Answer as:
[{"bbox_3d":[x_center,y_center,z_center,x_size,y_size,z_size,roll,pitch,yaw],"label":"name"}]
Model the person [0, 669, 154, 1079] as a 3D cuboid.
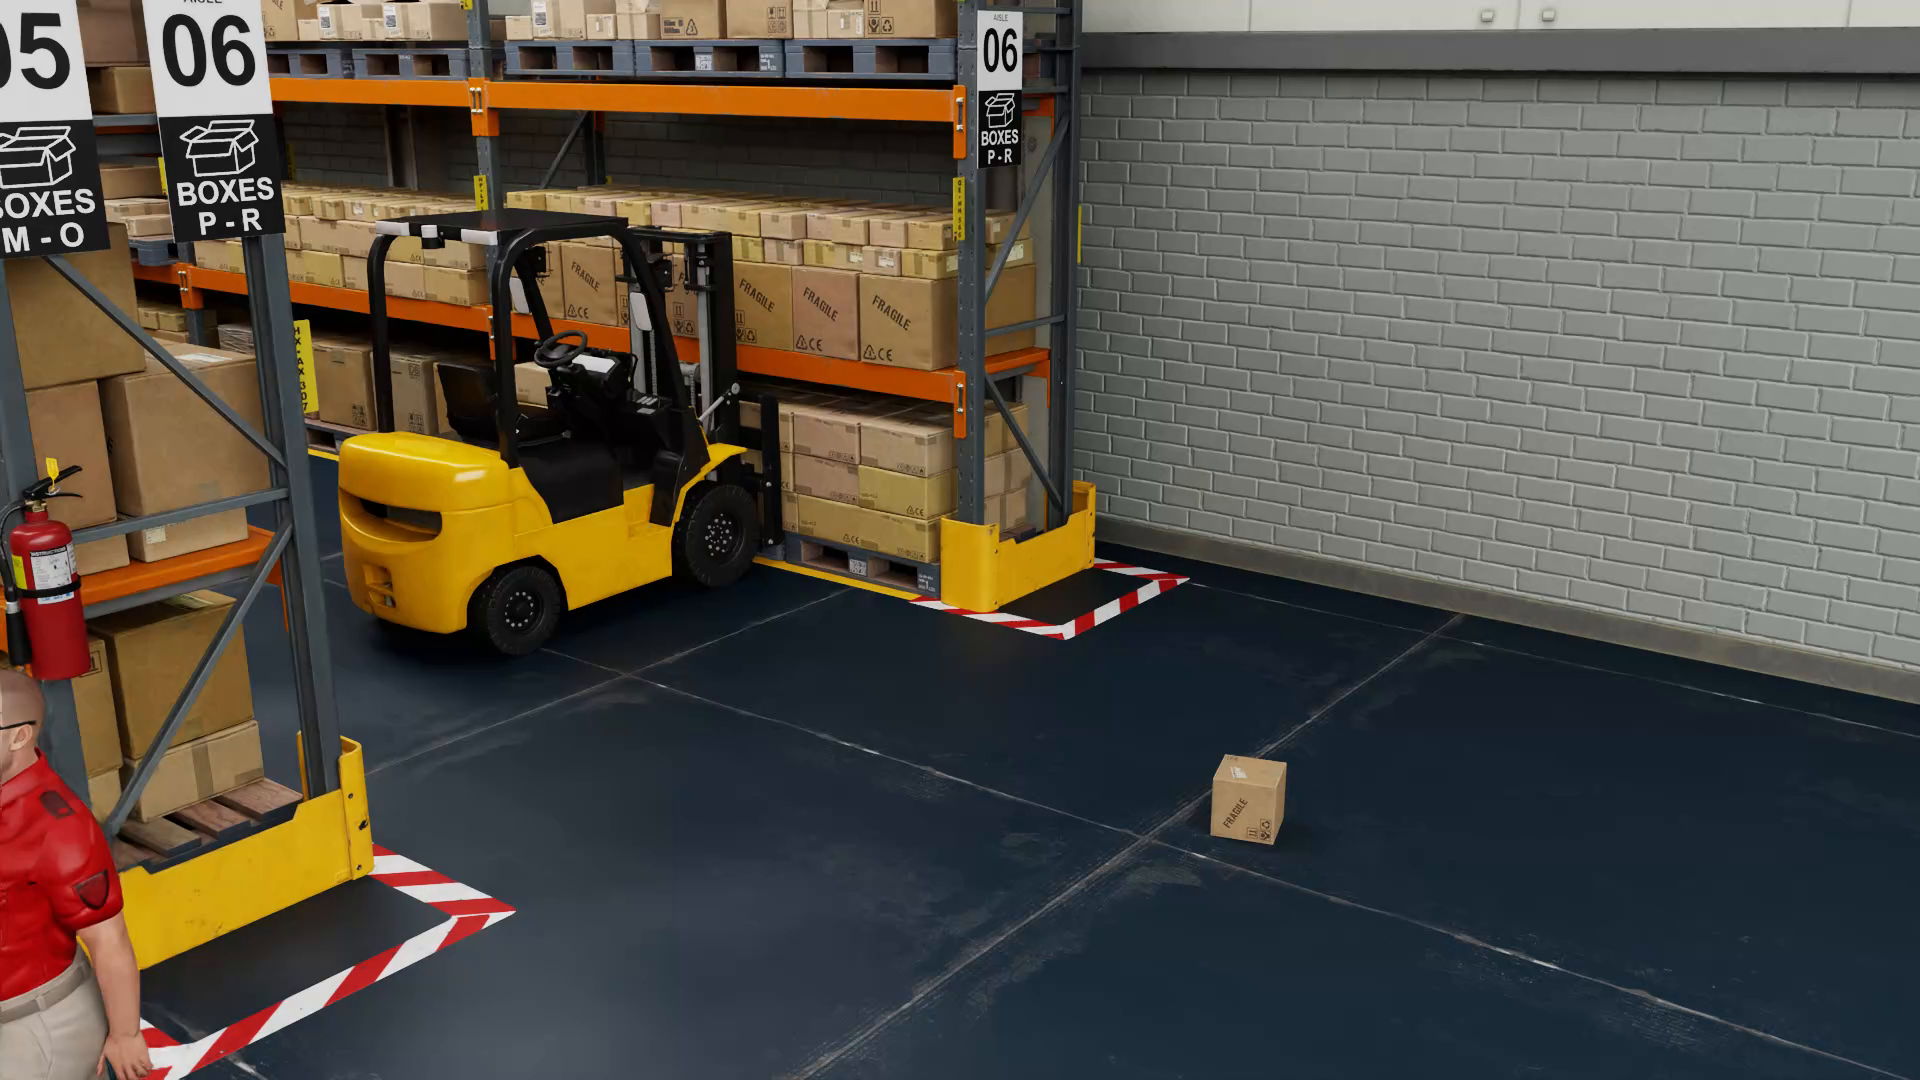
[{"bbox_3d":[-2.169,1.102,3.837,0.526,1.674,1.029,14,22,40],"label":"person"}]
